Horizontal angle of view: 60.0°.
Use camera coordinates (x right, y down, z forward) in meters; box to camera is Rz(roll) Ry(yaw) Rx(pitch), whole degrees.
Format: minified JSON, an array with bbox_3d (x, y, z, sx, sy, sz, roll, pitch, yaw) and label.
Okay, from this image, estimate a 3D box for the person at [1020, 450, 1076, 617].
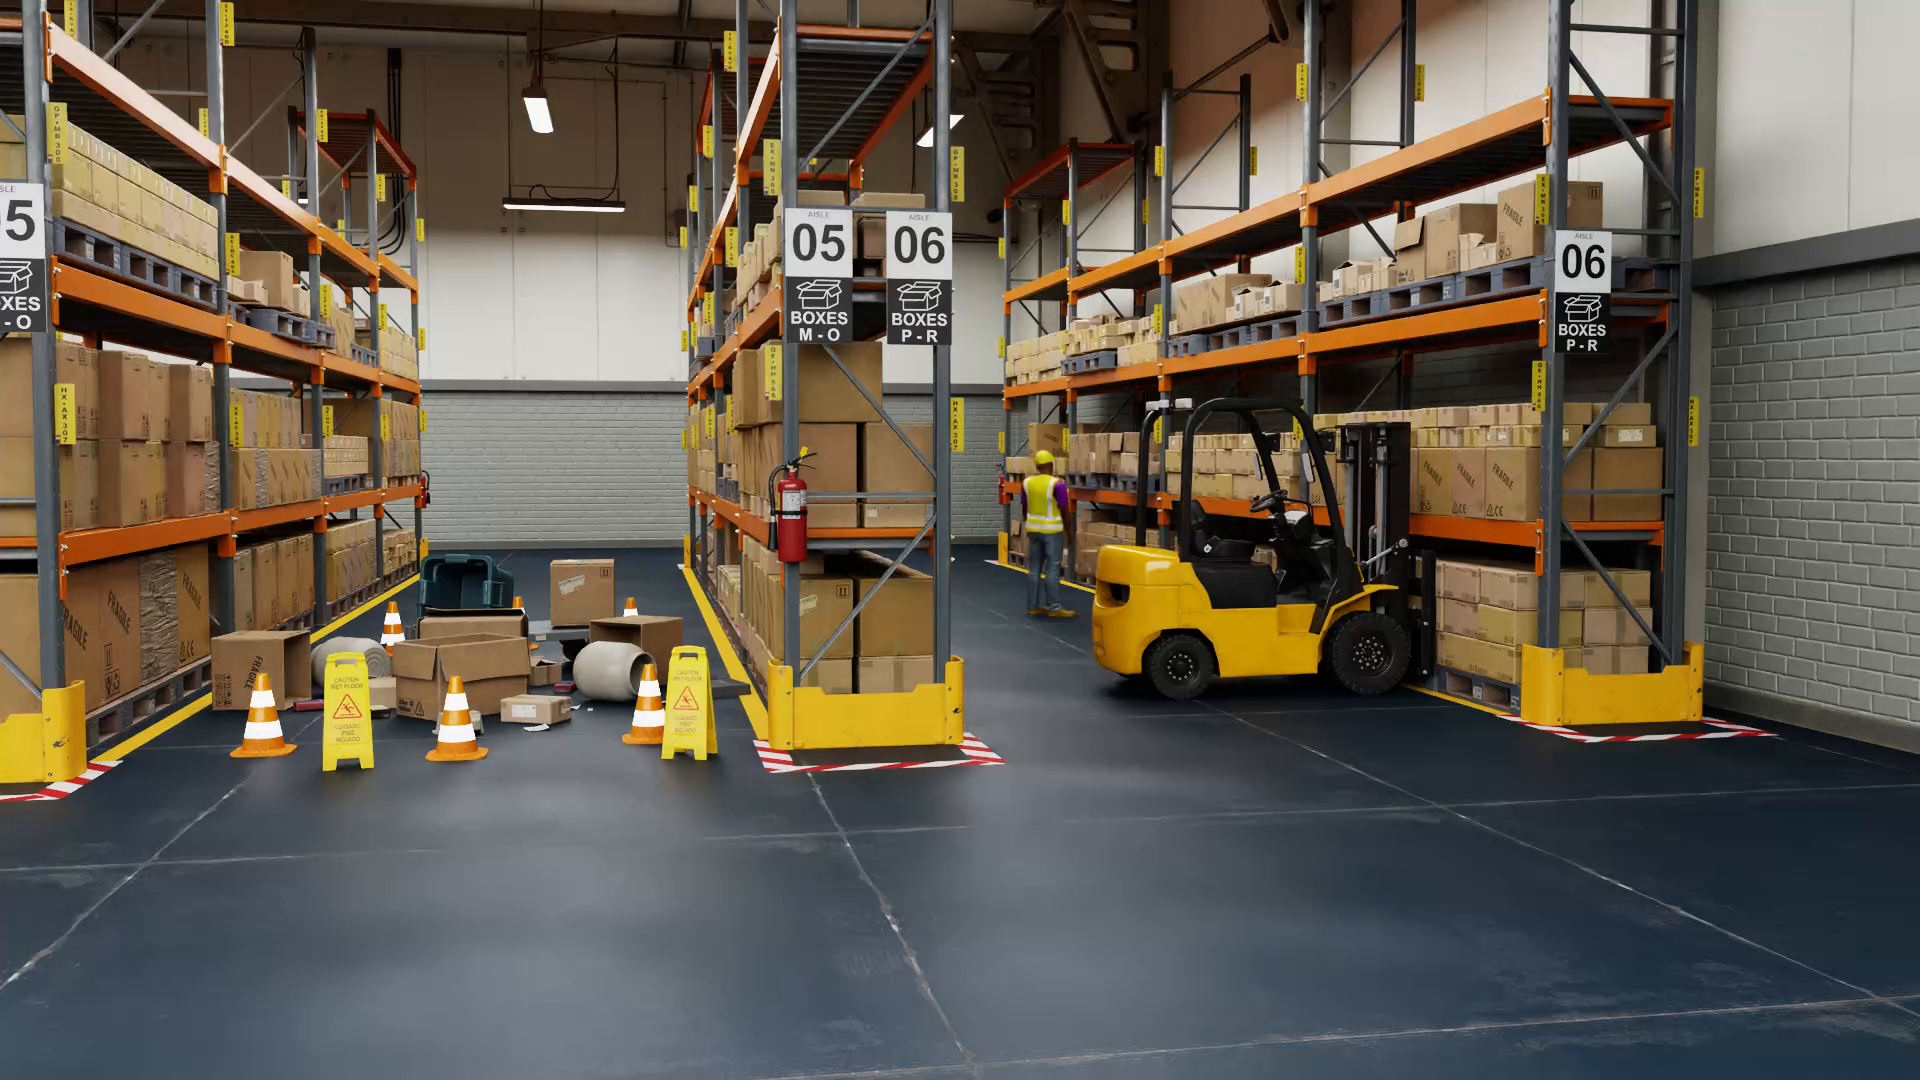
[{"bbox_3d":[0.930,-0.074,17.830,0.615,1.775,0.414,2,4,37],"label":"person"}]
